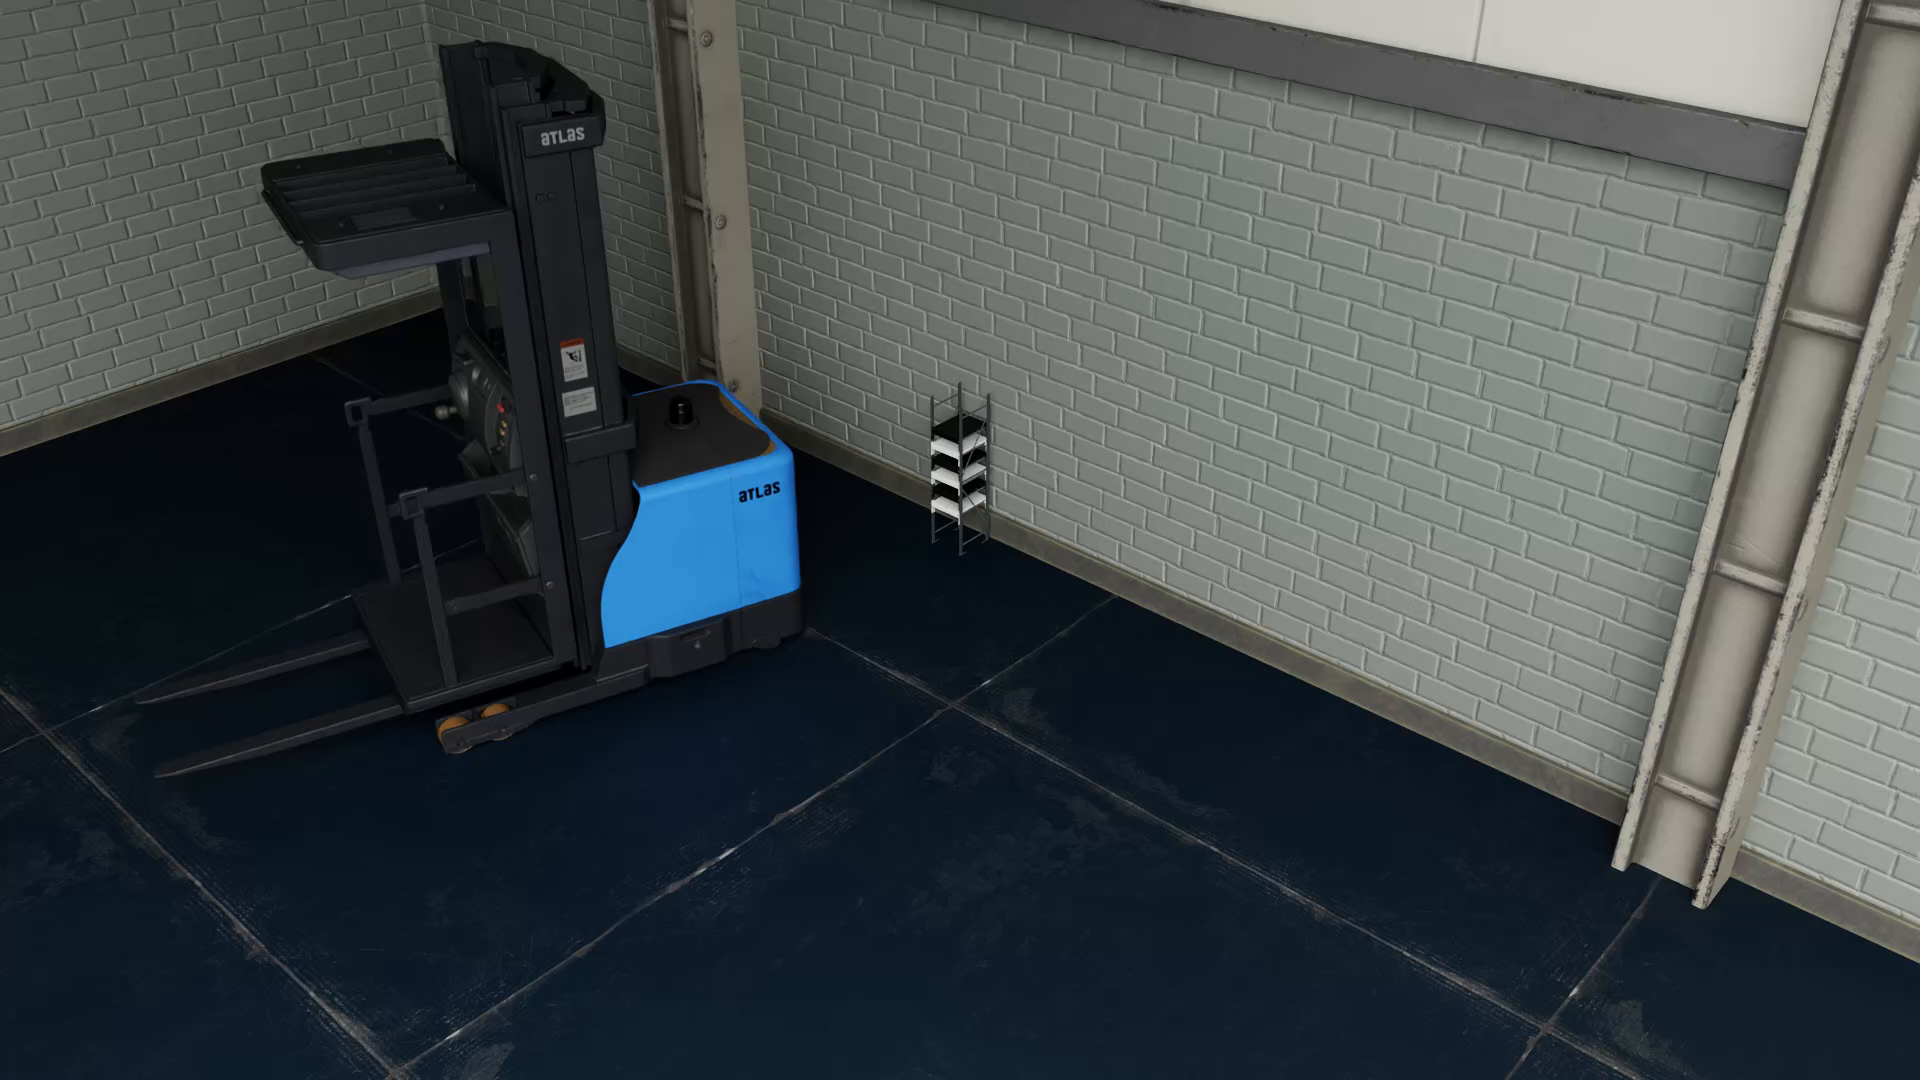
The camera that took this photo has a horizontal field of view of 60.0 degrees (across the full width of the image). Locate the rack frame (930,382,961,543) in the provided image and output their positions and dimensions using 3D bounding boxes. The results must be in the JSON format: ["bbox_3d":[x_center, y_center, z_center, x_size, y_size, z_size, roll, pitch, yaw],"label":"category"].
[{"bbox_3d":[-0.074,-0.414,9.065,0.006,0.900,0.240,25,39,35],"label":"rack frame"}]

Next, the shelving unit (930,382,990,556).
[{"bbox_3d":[0.002,-0.379,9.007,0.210,0.900,0.258,25,39,35],"label":"shelving unit"}]

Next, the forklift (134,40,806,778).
[{"bbox_3d":[-2.311,-0.589,7.387,3.031,2.935,1.130,-17,35,-26],"label":"forklift"}]

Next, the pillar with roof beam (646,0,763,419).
[{"bbox_3d":[-4.358,-2.910,5.358,0.400,9.000,9.100,25,39,35],"label":"pillar with roof beam"}]

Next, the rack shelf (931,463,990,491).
[{"bbox_3d":[0.002,-0.350,9.024,0.200,0.077,0.258,25,39,35],"label":"rack shelf"}]

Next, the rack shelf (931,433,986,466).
[{"bbox_3d":[0.002,-0.505,8.931,0.200,0.077,0.258,25,39,35],"label":"rack shelf"}]

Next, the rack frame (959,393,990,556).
[{"bbox_3d":[0.078,-0.344,8.949,0.006,0.900,0.240,25,39,35],"label":"rack frame"}]

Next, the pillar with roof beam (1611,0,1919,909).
[{"bbox_3d":[0.090,-0.833,1.909,0.400,9.000,9.100,25,39,35],"label":"pillar with roof beam"}]

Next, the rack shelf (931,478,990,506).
[{"bbox_3d":[0.002,-0.273,9.070,0.200,0.077,0.258,25,39,35],"label":"rack shelf"}]

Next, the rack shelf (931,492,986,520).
[{"bbox_3d":[0.002,-0.196,9.117,0.200,0.077,0.258,25,39,35],"label":"rack shelf"}]

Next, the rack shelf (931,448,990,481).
[{"bbox_3d":[0.002,-0.427,8.978,0.200,0.077,0.258,25,39,35],"label":"rack shelf"}]

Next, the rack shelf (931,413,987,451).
[{"bbox_3d":[0.002,-0.582,8.885,0.200,0.077,0.258,25,39,35],"label":"rack shelf"}]
